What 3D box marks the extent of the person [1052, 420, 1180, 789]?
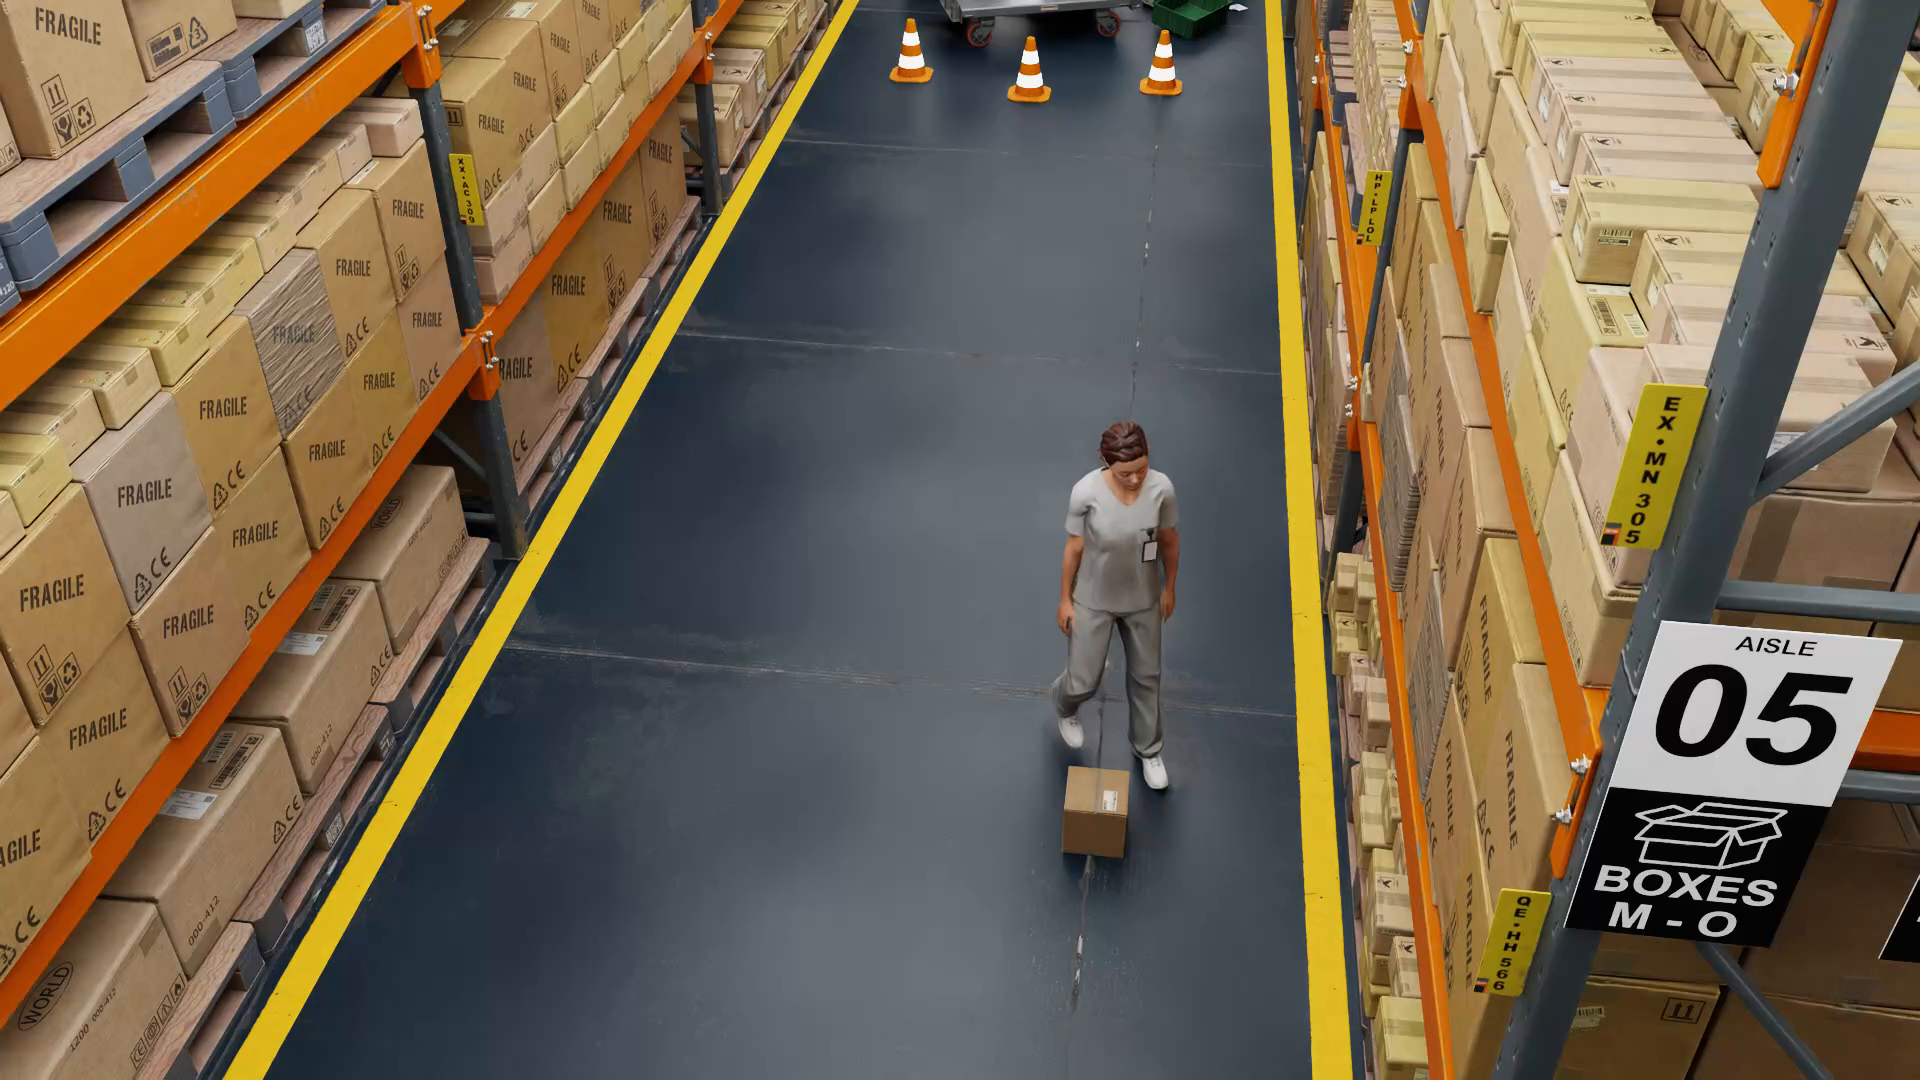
[{"bbox_3d":[0.635,0.243,6.689,0.494,1.685,0.534,-5,37,-6],"label":"person"}]
